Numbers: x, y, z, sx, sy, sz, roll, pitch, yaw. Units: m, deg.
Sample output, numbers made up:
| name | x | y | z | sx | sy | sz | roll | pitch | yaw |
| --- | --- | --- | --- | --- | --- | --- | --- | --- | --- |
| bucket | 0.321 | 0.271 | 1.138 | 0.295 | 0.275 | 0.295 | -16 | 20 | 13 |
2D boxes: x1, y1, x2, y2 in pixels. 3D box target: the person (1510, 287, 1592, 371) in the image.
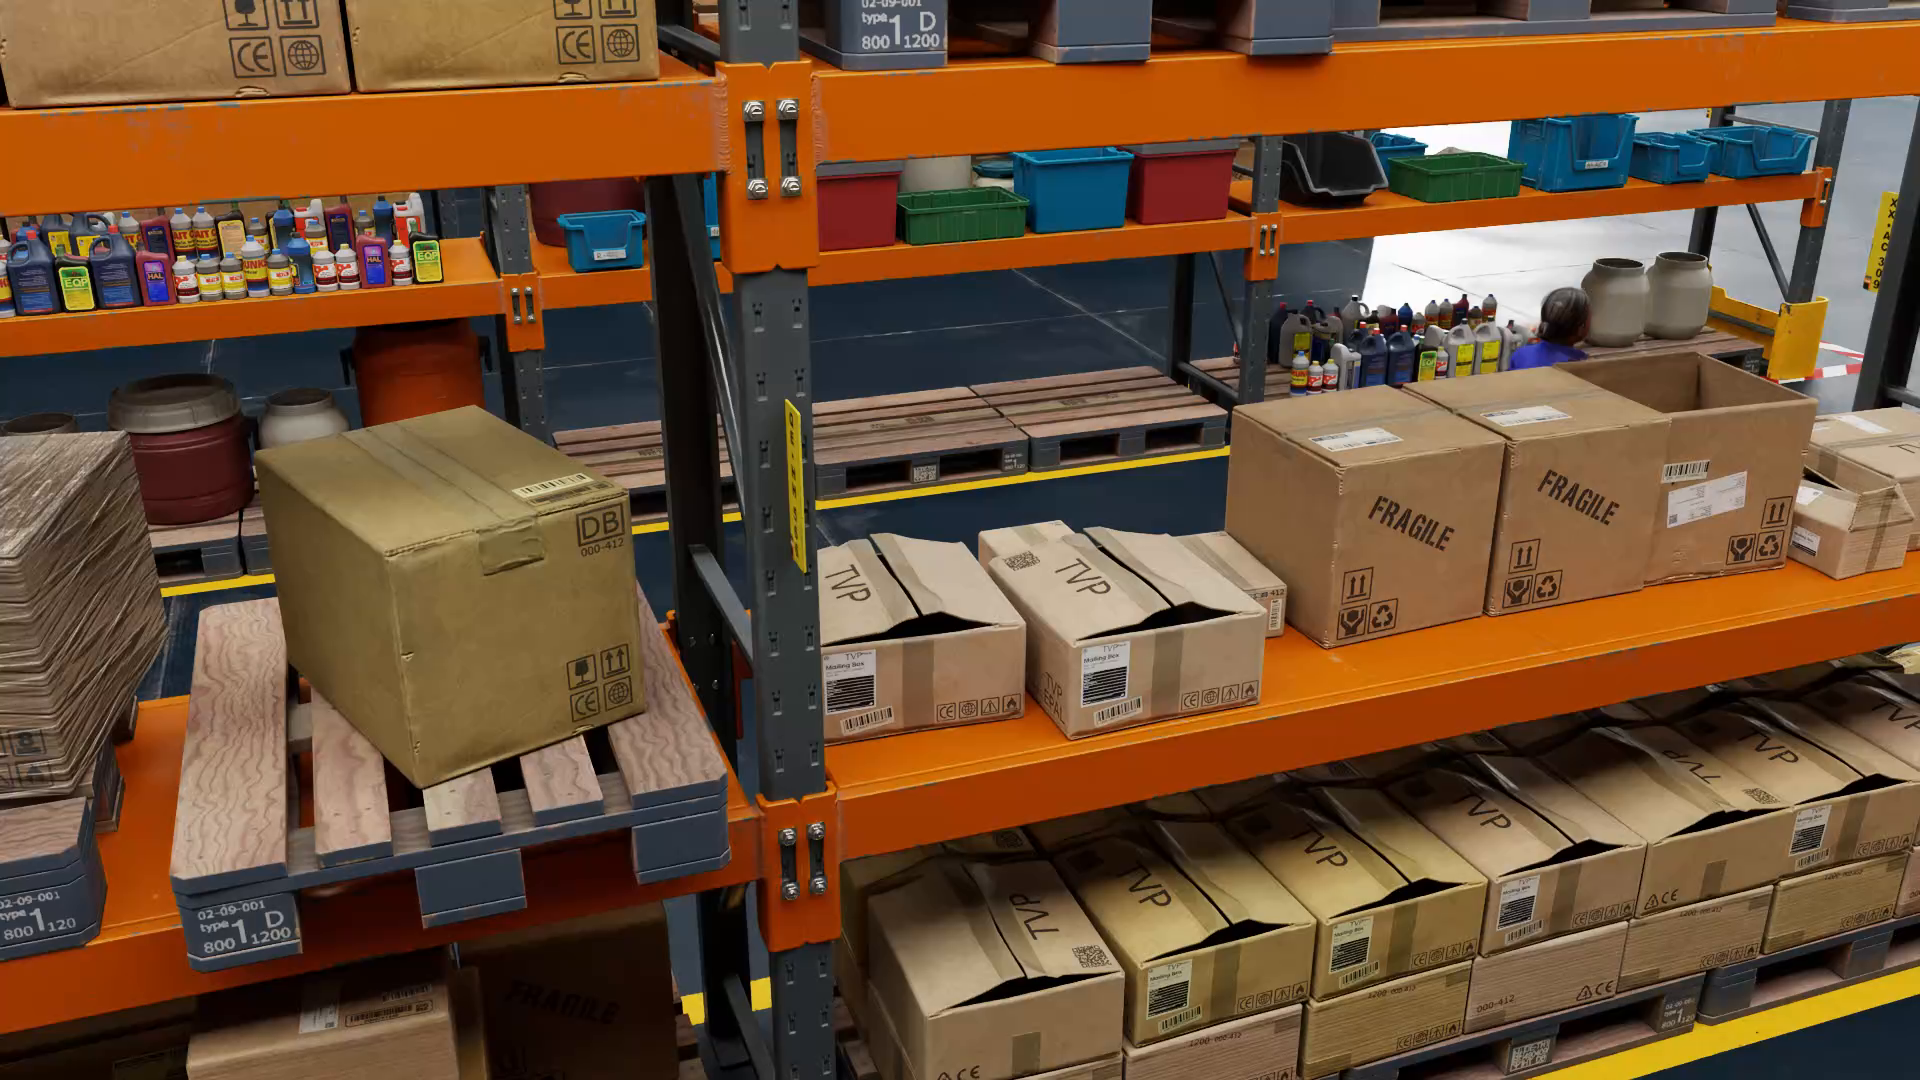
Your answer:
| name | x | y | z | sx | sy | sz | roll | pitch | yaw |
| --- | --- | --- | --- | --- | --- | --- | --- | --- | --- |
| person | 2.255 | -0.198 | 6.530 | 0.651 | 1.635 | 0.450 | -8 | 24 | -18 |
